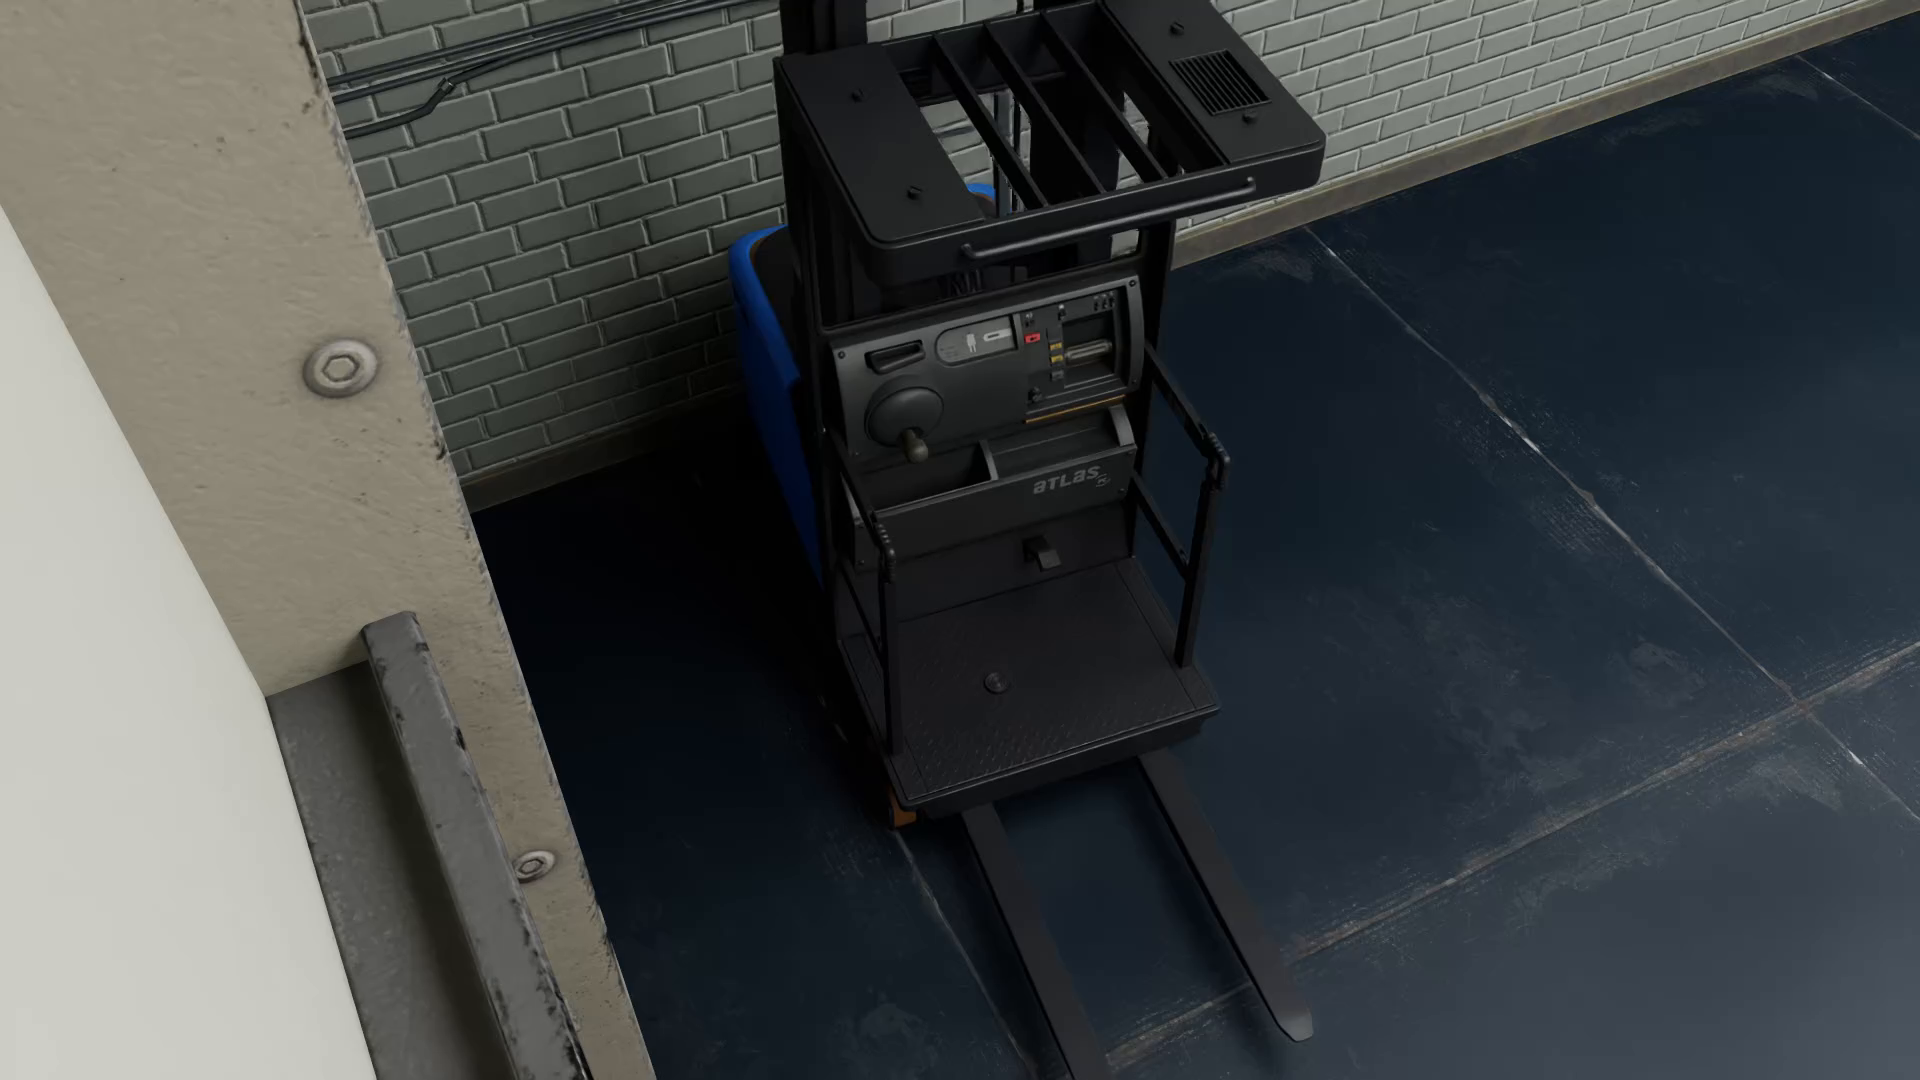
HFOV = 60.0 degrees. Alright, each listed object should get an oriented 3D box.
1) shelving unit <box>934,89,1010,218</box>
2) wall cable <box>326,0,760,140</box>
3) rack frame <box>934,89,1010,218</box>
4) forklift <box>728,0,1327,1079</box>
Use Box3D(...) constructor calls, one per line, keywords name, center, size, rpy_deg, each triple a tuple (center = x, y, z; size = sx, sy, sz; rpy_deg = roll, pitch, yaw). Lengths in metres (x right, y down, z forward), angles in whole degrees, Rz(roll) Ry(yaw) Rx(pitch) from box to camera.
Box3D(name="shelving unit", center=(-0.260, -1.096, 6.091), size=(0.587, 1.500, 1.083), rpy_deg=(-16, 42, -16))
Box3D(name="wall cable", center=(-1.083, -2.330, 4.370), size=(3.097, 2.526, 0.112), rpy_deg=(-21, 52, -18))
Box3D(name="rack frame", center=(-0.060, -0.795, 5.720), size=(0.500, 1.500, 0.032), rpy_deg=(-16, 42, -16))
Box3D(name="forklift", center=(0.169, -0.392, 4.643), size=(1.130, 2.935, 3.031), rpy_deg=(-16, 51, -13))
